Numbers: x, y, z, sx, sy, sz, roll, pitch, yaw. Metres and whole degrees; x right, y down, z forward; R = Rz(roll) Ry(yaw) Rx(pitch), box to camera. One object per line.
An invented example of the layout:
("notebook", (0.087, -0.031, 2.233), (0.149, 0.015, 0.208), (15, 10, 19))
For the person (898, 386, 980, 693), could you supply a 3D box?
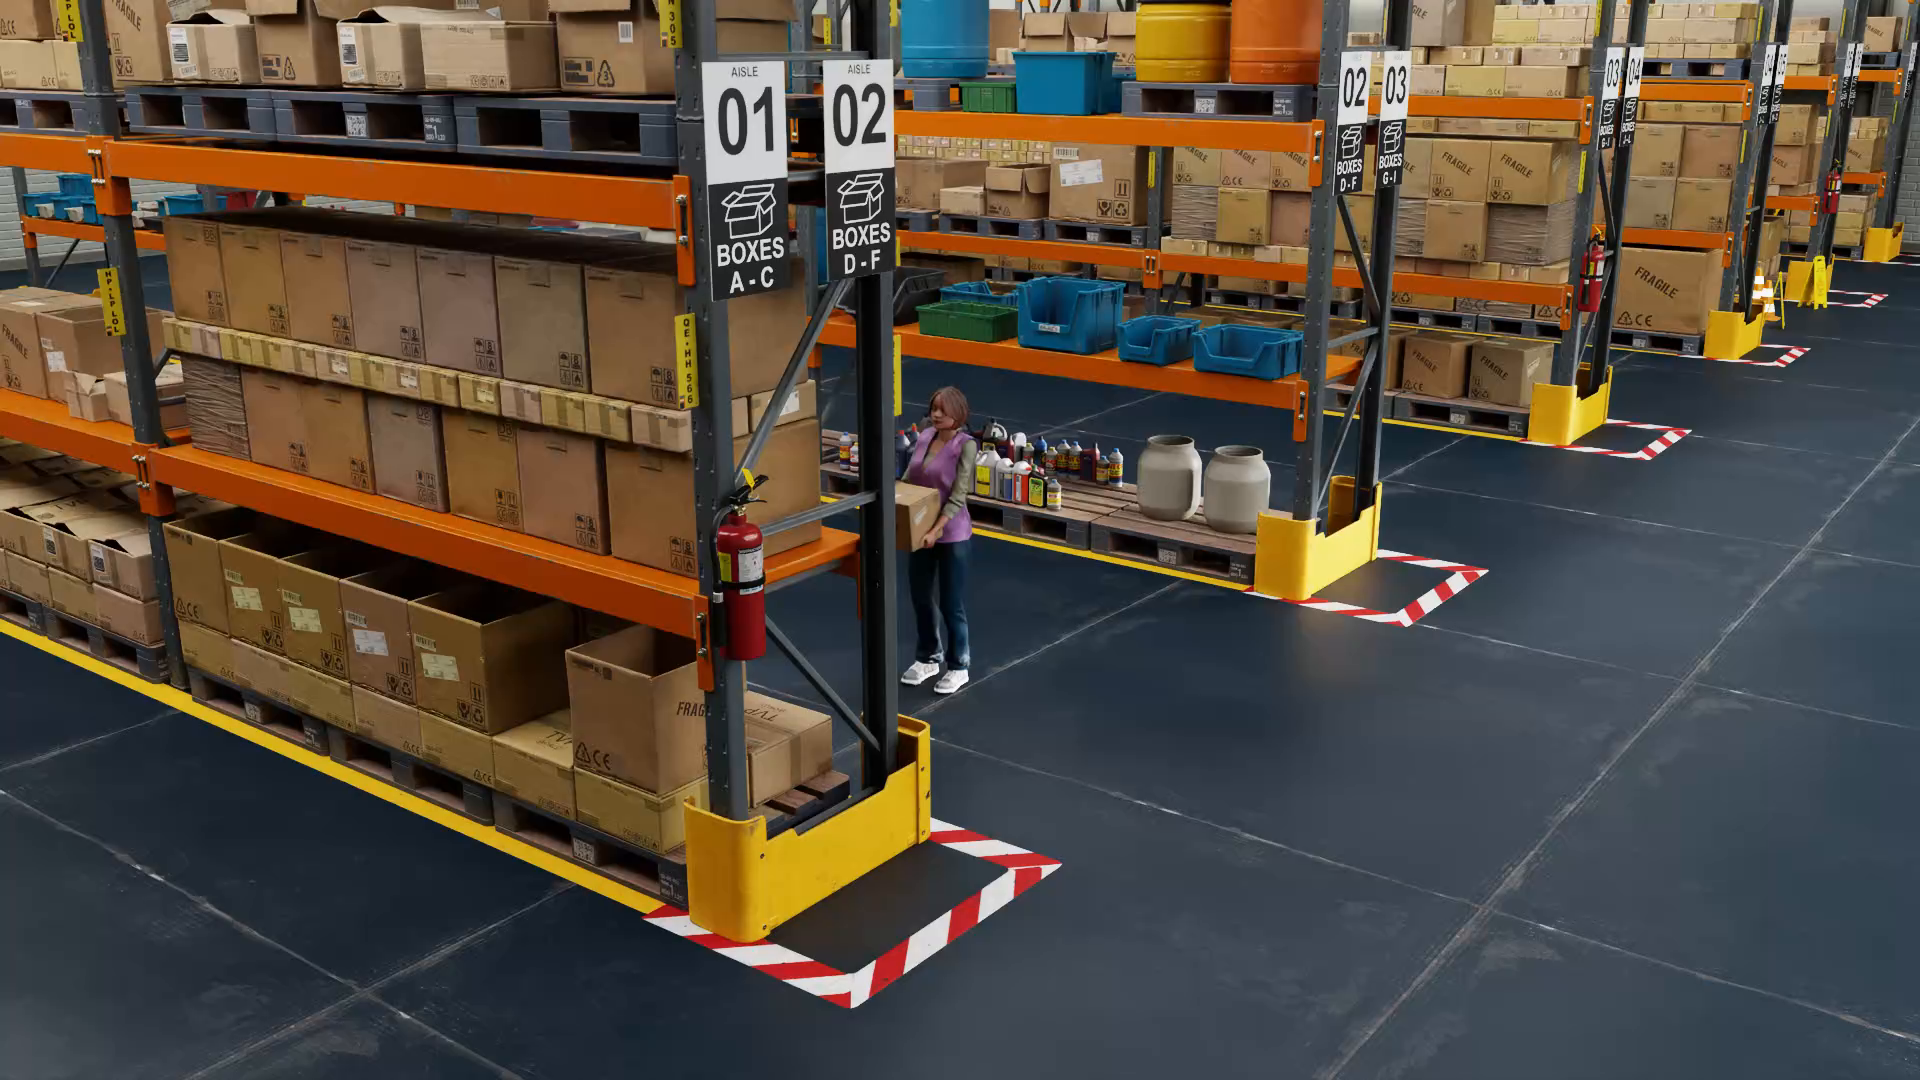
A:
("person", (-0.155, 0.014, 8.523), (0.407, 1.588, 0.496), (12, 21, 35))
